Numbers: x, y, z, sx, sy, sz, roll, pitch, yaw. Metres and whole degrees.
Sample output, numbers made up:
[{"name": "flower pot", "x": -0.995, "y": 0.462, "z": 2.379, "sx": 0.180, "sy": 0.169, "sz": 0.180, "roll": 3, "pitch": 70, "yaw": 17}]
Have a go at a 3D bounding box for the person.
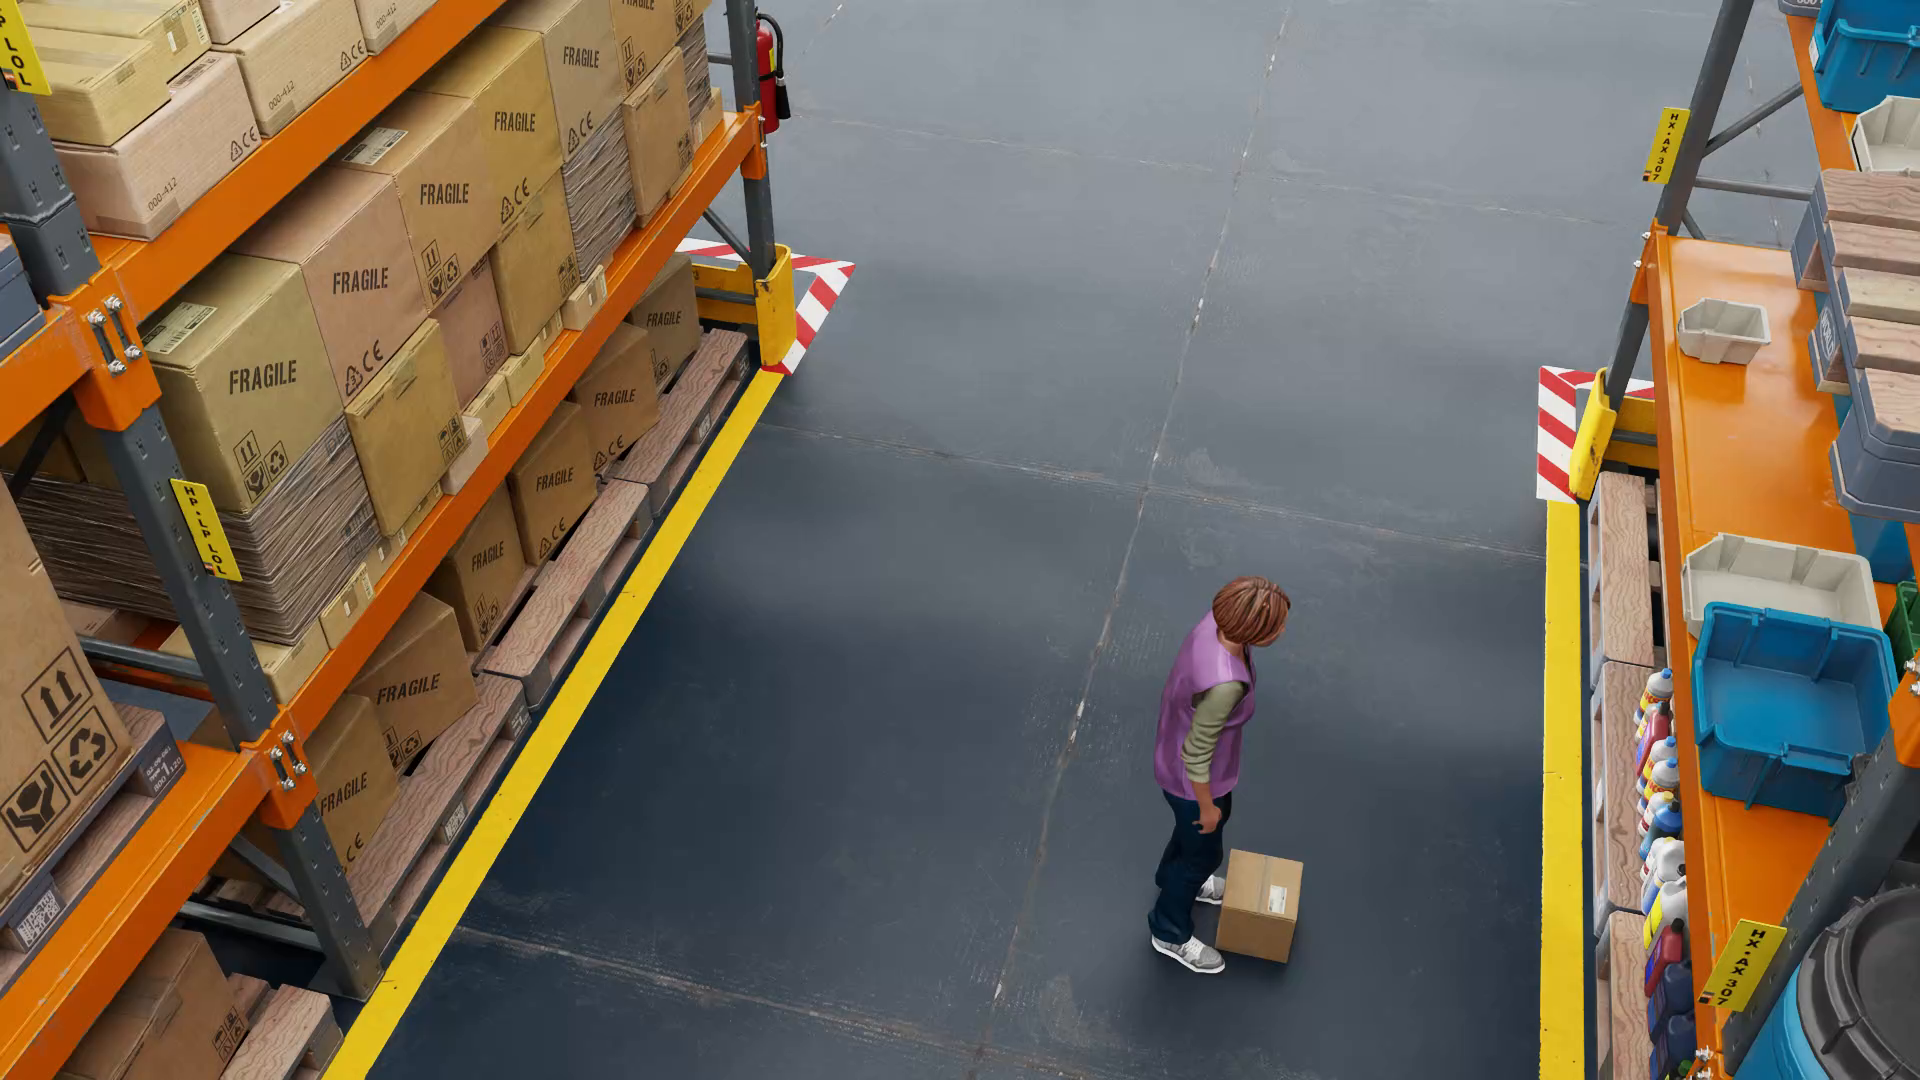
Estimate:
[{"name": "person", "x": 0.802, "y": 0.729, "z": 5.347, "sx": 0.329, "sy": 1.590, "sz": 0.474, "roll": 8, "pitch": 42, "yaw": 9}]
